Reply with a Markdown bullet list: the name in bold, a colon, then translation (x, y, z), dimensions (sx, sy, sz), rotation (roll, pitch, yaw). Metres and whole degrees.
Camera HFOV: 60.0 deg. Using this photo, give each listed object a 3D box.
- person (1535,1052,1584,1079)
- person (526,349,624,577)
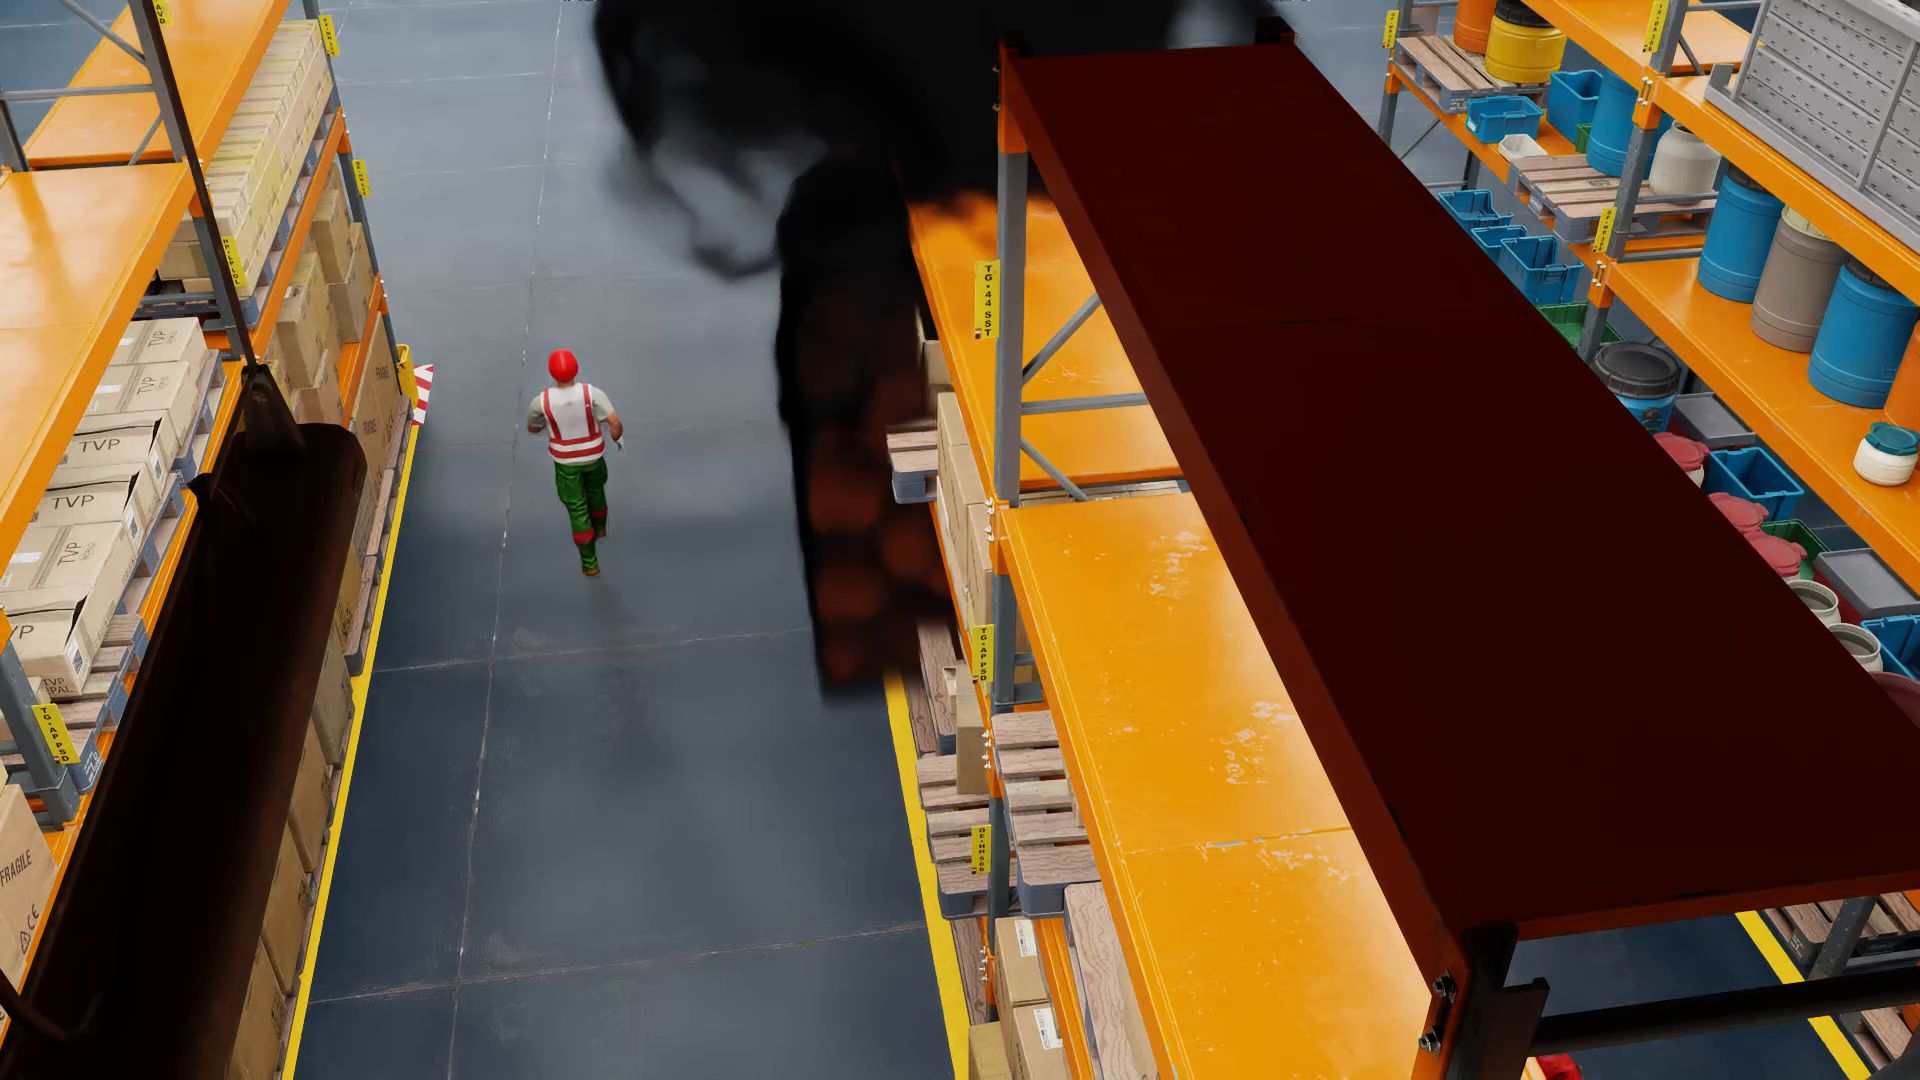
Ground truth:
- **person**: translation (2.588, 2.807, 8.024), dimensions (0.666, 1.621, 0.866), rotation (-6, 37, -8)
- **person**: translation (-2.806, -0.613, 12.238), dimensions (0.659, 1.818, 0.858), rotation (-13, 38, -17)
